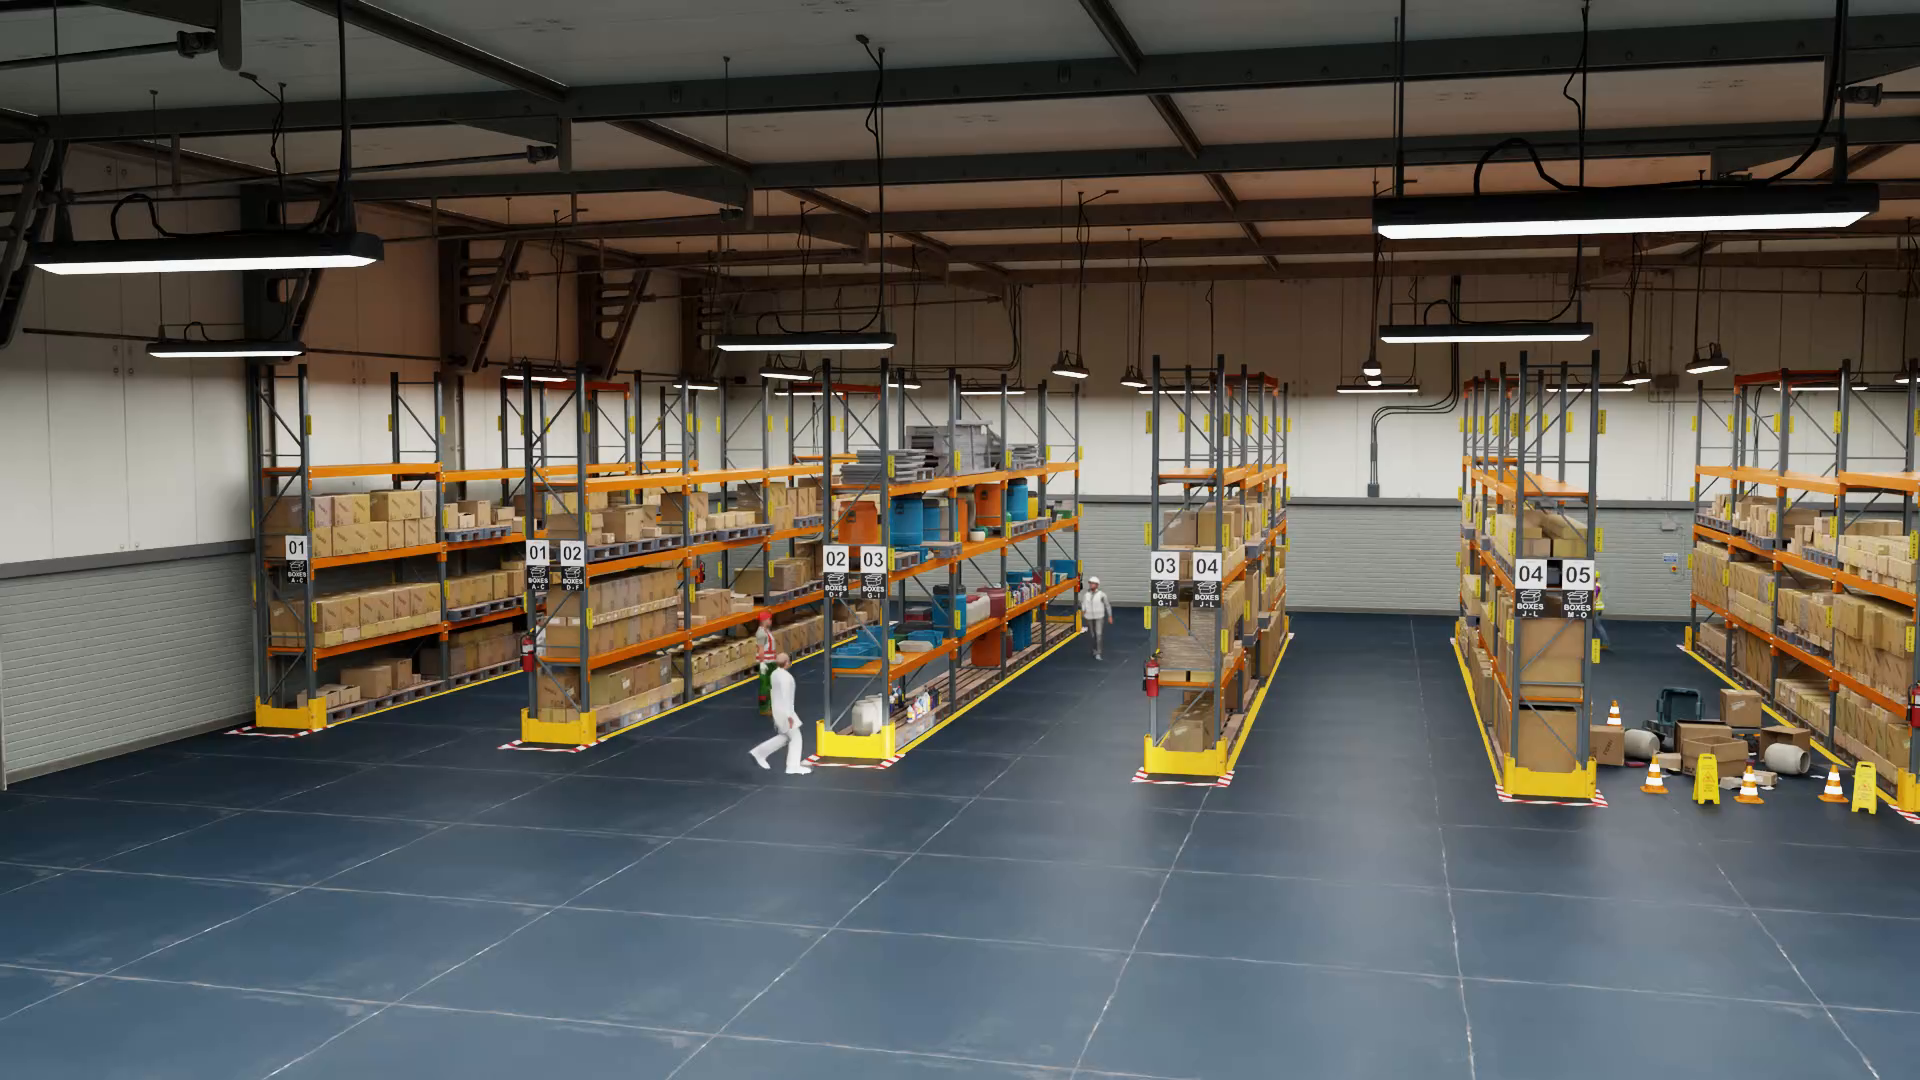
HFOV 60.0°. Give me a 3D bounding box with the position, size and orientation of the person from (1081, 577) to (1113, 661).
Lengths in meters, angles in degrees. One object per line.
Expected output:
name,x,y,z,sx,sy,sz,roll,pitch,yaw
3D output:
person,2.937,1.676,35.689,0.683,1.743,0.822,1,4,11

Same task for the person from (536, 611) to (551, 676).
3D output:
person,-7.485,2.153,29.769,0.382,1.761,0.555,3,5,32

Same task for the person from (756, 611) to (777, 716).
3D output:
person,-3.343,2.137,28.761,0.401,1.812,0.610,1,4,12

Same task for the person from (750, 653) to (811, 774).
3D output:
person,-2.579,2.482,23.801,0.898,1.739,0.614,0,4,-1

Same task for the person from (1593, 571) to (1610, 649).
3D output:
person,14.128,1.548,37.221,0.693,1.727,0.958,-3,5,-37
